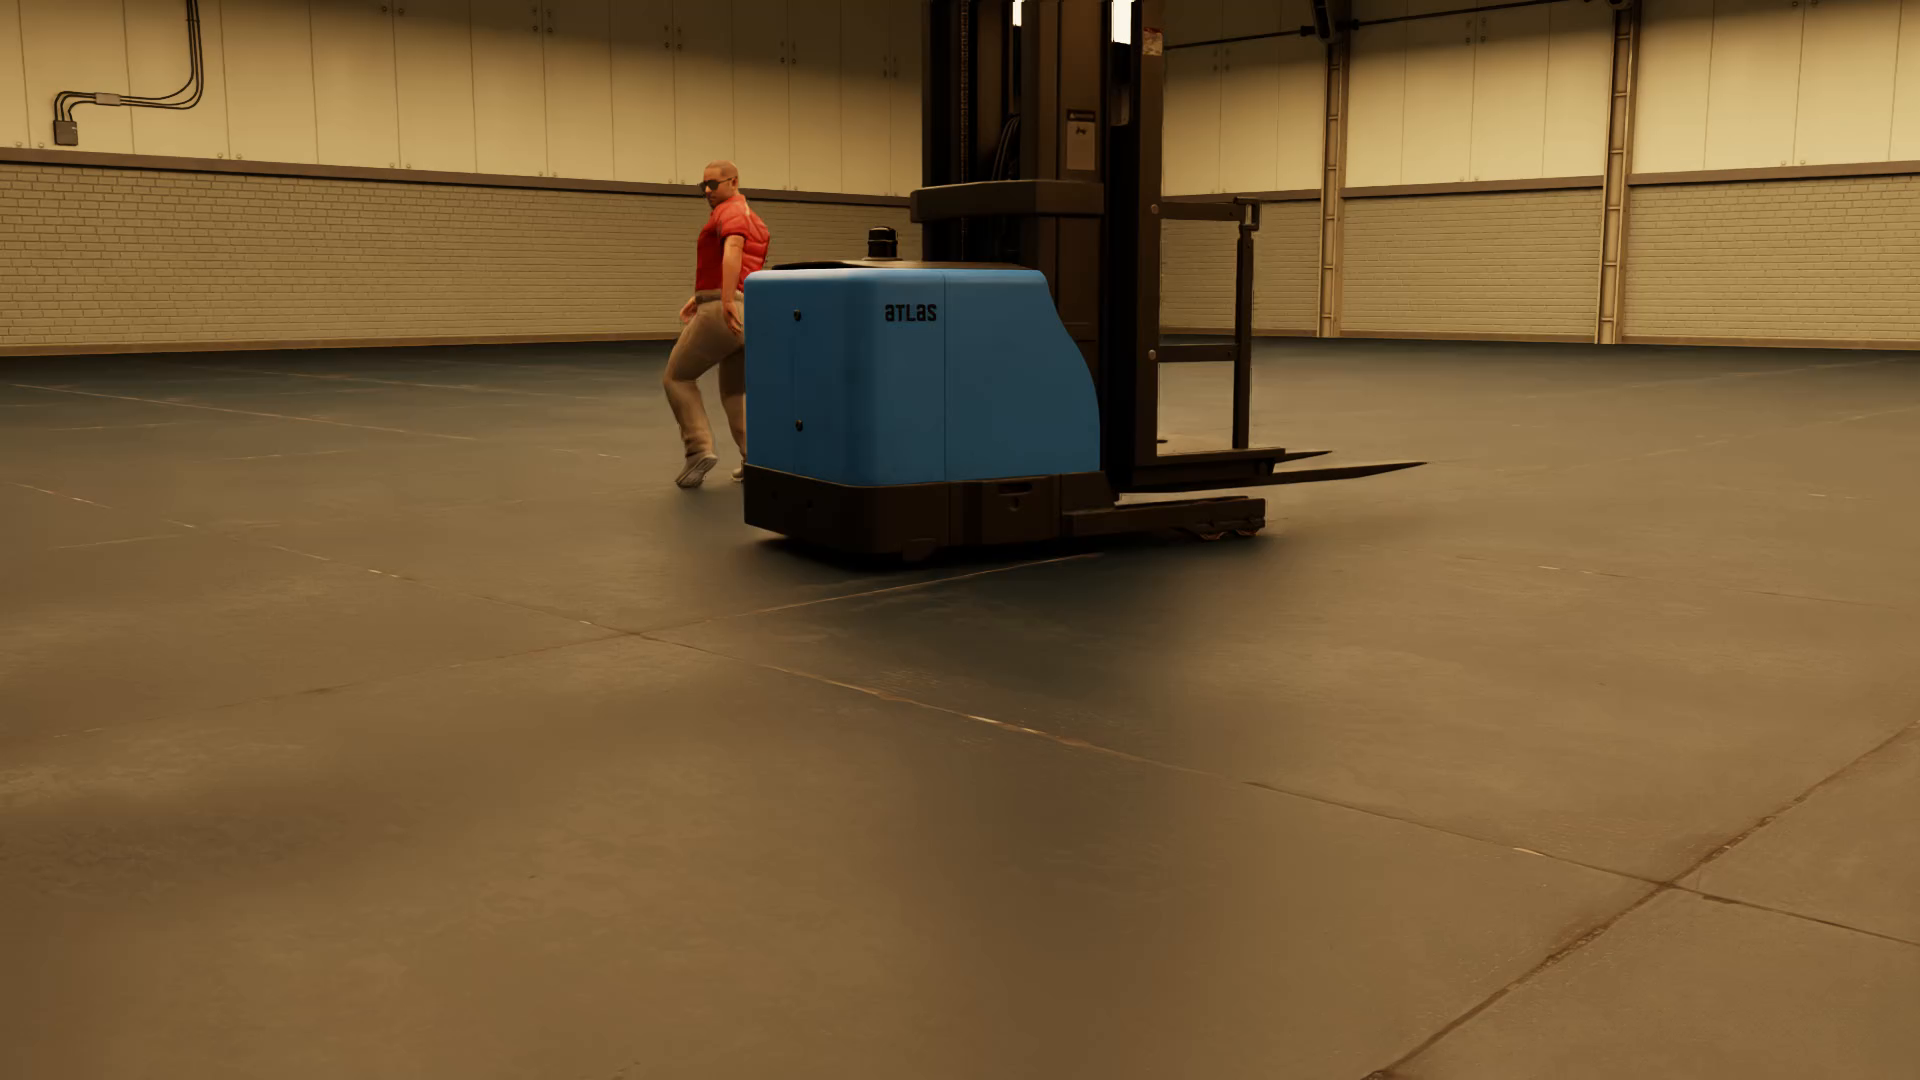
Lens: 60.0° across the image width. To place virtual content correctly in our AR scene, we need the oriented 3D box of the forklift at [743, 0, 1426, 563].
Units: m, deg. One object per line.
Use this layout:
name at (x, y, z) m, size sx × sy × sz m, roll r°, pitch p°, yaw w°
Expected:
forklift at (0.657, -1.506, 6.876) m, size 3.031 × 2.935 × 1.130 m, roll -5°, pitch 10°, yaw -31°

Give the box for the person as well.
person at (-1.195, -1.091, 8.598) m, size 0.773 × 1.722 × 0.674 m, roll 6°, pitch 11°, yaw 37°
